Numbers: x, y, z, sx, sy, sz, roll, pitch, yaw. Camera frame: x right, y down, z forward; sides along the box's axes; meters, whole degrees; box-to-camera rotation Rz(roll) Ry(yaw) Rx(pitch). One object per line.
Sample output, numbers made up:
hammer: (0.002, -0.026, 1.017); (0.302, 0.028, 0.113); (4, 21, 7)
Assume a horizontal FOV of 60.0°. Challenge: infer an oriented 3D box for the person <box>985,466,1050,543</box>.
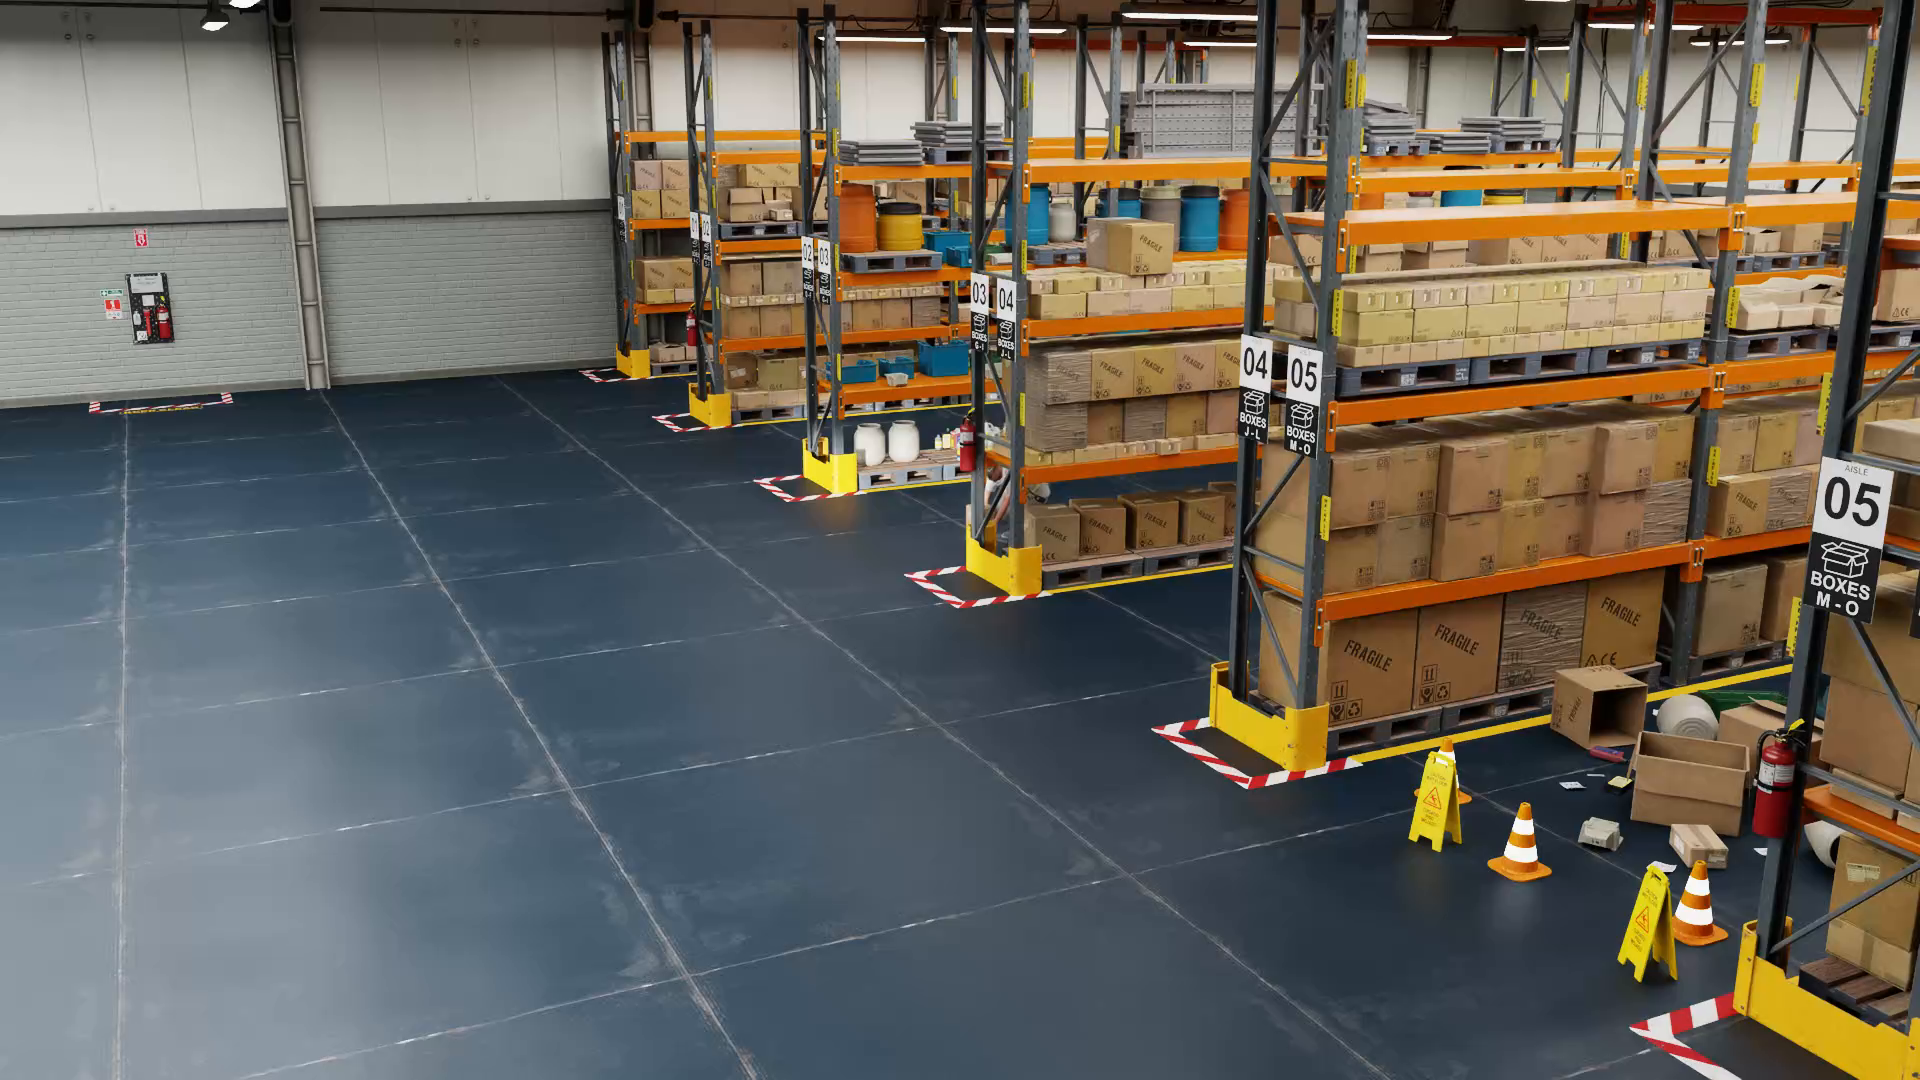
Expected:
person: (0.596, -0.482, 18.992); (0.916, 1.038, 0.565); (-7, 17, -25)
